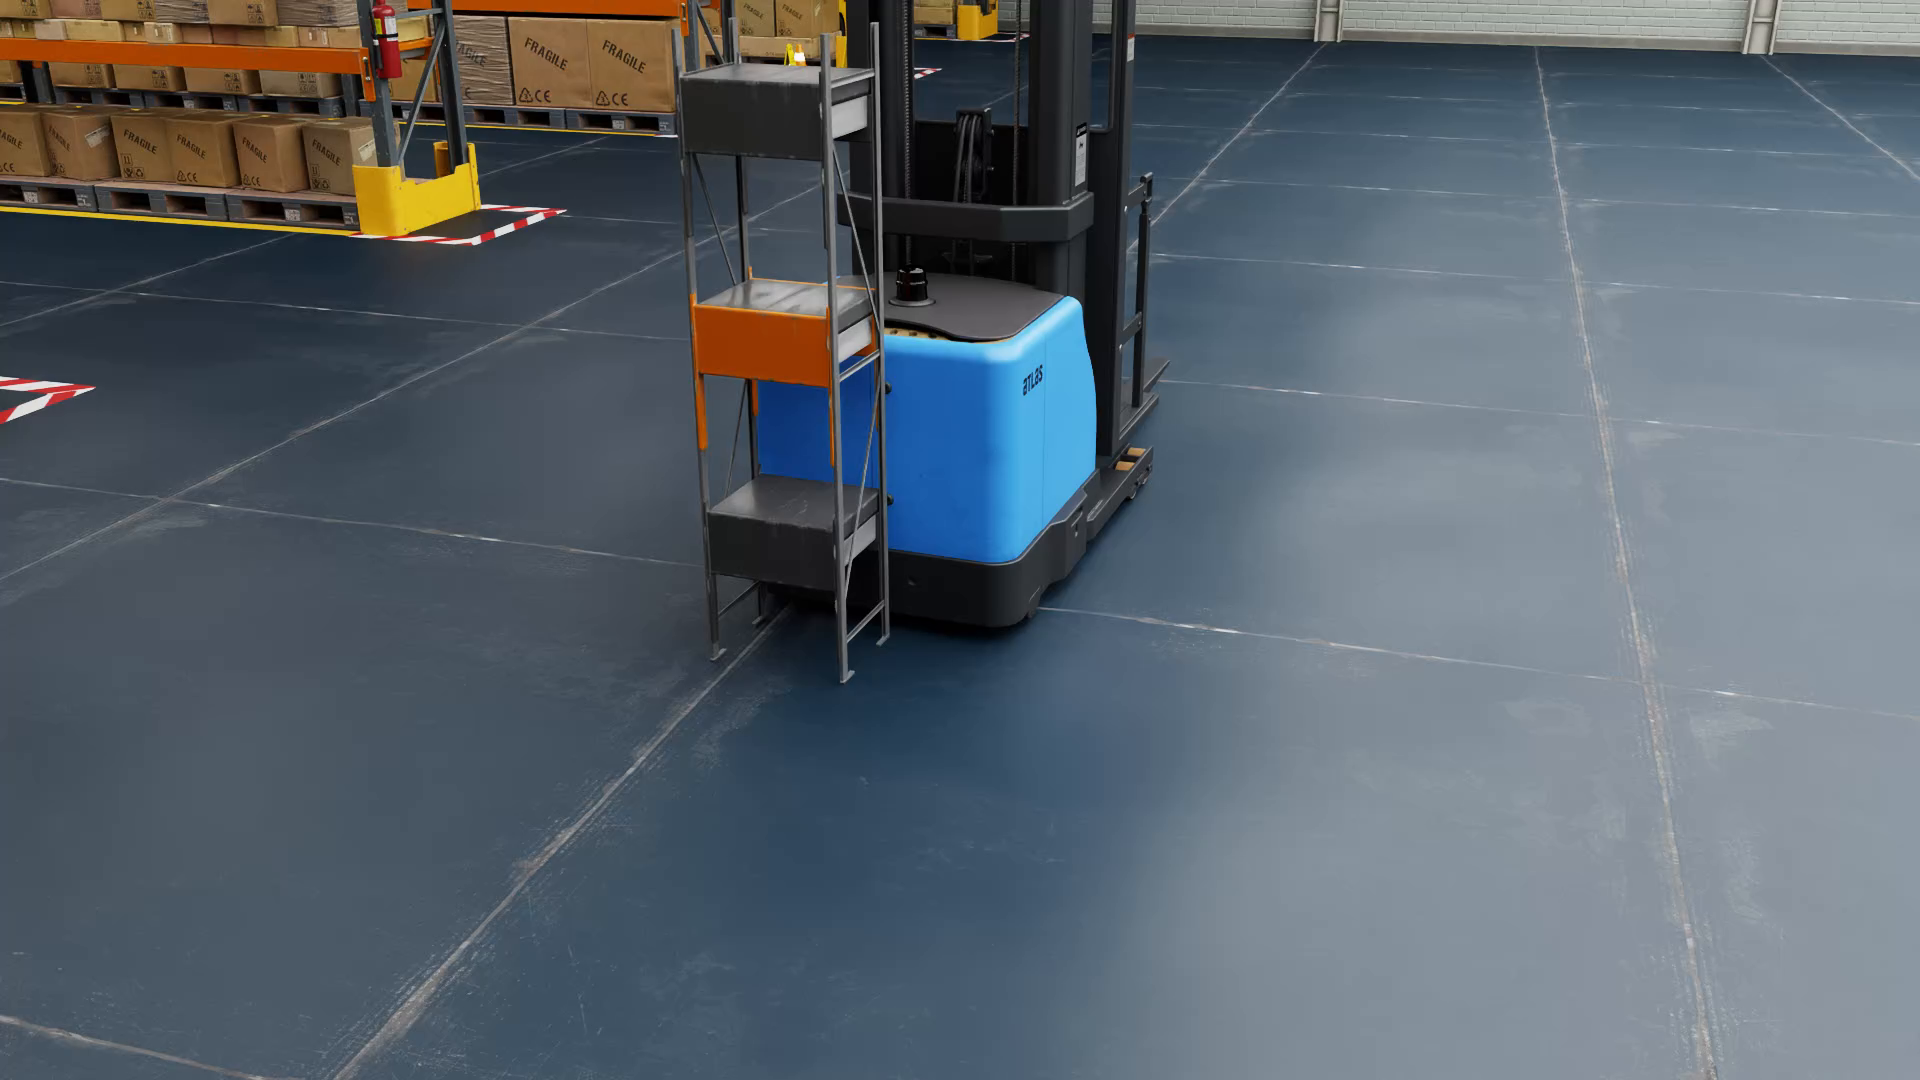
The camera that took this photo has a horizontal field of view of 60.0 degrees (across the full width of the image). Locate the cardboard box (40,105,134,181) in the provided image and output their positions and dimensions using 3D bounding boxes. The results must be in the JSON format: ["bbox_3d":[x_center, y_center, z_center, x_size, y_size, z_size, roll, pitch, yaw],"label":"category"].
[{"bbox_3d":[-6.947,-3.187,13.326,0.500,0.500,0.500,15,27,32],"label":"cardboard box"}]

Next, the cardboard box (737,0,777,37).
[{"bbox_3d":[-2.520,-6.747,21.348,0.500,0.500,0.500,7,23,17],"label":"cardboard box"}]

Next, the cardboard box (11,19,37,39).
[{"bbox_3d":[-7.025,-3.945,12.765,0.250,0.149,0.380,7,23,16],"label":"cardboard box"}]

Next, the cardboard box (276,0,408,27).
[{"bbox_3d":[-4.558,-4.083,12.247,0.500,0.500,0.875,7,23,16],"label":"cardboard box"}]

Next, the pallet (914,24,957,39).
[{"bbox_3d":[-0.491,-8.012,26.023,1.213,0.211,1.003,7,23,16],"label":"pallet"}]

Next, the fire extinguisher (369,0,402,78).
[{"bbox_3d":[-4.063,-3.613,11.727,0.183,0.674,0.296,7,23,16],"label":"fire extinguisher"}]

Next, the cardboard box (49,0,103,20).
[{"bbox_3d":[-6.480,-4.293,12.761,0.500,0.500,0.875,7,23,16],"label":"cardboard box"}]

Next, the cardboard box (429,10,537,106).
[{"bbox_3d":[-4.894,-5.078,17.443,0.875,0.875,0.875,7,23,16],"label":"cardboard box"}]

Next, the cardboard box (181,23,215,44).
[{"bbox_3d":[-5.573,-3.800,12.412,0.250,0.149,0.380,7,23,16],"label":"cardboard box"}]

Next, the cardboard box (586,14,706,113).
[{"bbox_3d":[-3.178,-4.881,16.964,0.875,0.875,0.875,7,23,16],"label":"cardboard box"}]

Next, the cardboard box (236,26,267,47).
[{"bbox_3d":[-5.100,-3.738,12.261,0.250,0.149,0.380,7,23,16],"label":"cardboard box"}]

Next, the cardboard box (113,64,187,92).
[{"bbox_3d":[-8.774,-5.456,18.530,0.750,0.750,1.050,7,23,16],"label":"cardboard box"}]

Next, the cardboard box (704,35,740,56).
[{"bbox_3d":[-3.025,-6.457,21.629,0.500,0.250,0.500,6,23,14],"label":"cardboard box"}]

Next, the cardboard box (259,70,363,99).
[{"bbox_3d":[-6.960,-5.247,18.020,0.750,0.750,1.050,6,23,15],"label":"cardboard box"}]

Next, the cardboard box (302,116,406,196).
[{"bbox_3d":[-4.632,-2.941,12.728,0.500,0.500,0.500,11,25,25],"label":"cardboard box"}]

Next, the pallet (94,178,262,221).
[{"bbox_3d":[-6.044,-2.783,13.277,1.213,0.211,1.003,7,23,16],"label":"pallet"}]

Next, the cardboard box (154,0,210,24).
[{"bbox_3d":[-5.538,-4.165,12.446,0.500,0.500,0.875,7,23,16],"label":"cardboard box"}]

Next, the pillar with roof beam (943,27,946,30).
[{"bbox_3d":[-1.396,-10.848,21.359,0.400,9.000,9.100,7,23,16],"label":"pillar with roof beam"}]

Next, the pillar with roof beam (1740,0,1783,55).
[{"bbox_3d":[10.092,-9.533,18.152,0.400,9.000,9.100,7,23,16],"label":"pillar with roof beam"}]

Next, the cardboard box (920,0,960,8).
[{"bbox_3d":[-0.303,-8.326,25.527,0.500,0.250,0.500,6,23,15],"label":"cardboard box"}]

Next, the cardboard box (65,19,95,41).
[{"bbox_3d":[-6.546,-3.890,12.632,0.250,0.149,0.380,7,23,16],"label":"cardboard box"}]

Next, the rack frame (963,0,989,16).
[{"bbox_3d":[0.253,-9.233,25.327,0.127,3.000,1.000,7,23,16],"label":"rack frame"}]

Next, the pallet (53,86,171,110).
[{"bbox_3d":[-9.436,-5.093,18.907,1.213,0.211,1.003,7,23,16],"label":"pallet"}]

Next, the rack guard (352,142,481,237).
[{"bbox_3d":[-4.112,-2.680,12.646,0.348,0.500,1.175,7,23,16],"label":"rack guard"}]

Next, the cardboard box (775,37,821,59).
[{"bbox_3d":[-2.051,-6.345,21.355,0.500,0.250,0.500,6,23,15],"label":"cardboard box"}]

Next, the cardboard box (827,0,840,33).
[{"bbox_3d":[-1.892,-6.890,21.695,0.500,0.500,0.500,6,23,14],"label":"cardboard box"}]

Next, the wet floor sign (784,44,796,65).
[{"bbox_3d":[-1.910,-5.247,18.710,0.232,0.644,0.267,3,22,6],"label":"wet floor sign"}]

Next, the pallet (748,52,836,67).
[{"bbox_3d":[-2.017,-6.249,21.727,1.213,0.211,1.003,7,23,16],"label":"pallet"}]

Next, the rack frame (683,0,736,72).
[{"bbox_3d":[-2.510,-5.620,16.518,0.127,3.000,1.000,7,23,16],"label":"rack frame"}]

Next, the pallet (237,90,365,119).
[{"bbox_3d":[-7.100,-4.825,18.255,1.213,0.211,1.003,7,23,16],"label":"pallet"}]

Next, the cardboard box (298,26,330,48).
[{"bbox_3d":[-4.611,-3.696,12.160,0.250,0.149,0.380,7,23,16],"label":"cardboard box"}]

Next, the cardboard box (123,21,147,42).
[{"bbox_3d":[-6.058,-3.848,12.528,0.250,0.149,0.380,7,23,16],"label":"cardboard box"}]

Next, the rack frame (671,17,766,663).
[{"bbox_3d":[-0.785,-0.621,5.516,0.015,2.100,0.400,8,24,19],"label":"rack frame"}]

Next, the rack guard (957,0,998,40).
[{"bbox_3d":[0.276,-8.074,25.795,0.348,0.500,1.175,7,23,16],"label":"rack guard"}]

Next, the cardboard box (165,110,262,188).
[{"bbox_3d":[-5.809,-3.070,13.041,0.500,0.500,0.500,9,24,20],"label":"cardboard box"}]

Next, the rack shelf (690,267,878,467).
[{"bbox_3d":[-0.556,-0.576,5.443,0.480,0.518,0.431,8,24,19],"label":"rack shelf"}]

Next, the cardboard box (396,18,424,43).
[{"bbox_3d":[-4.243,-3.830,12.486,0.250,0.149,0.380,7,23,16],"label":"cardboard box"}]

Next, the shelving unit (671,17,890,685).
[{"bbox_3d":[-0.556,-0.588,5.437,0.503,2.100,0.431,8,24,19],"label":"shelving unit"}]

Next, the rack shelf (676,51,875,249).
[{"bbox_3d":[-0.556,-1.223,5.177,0.480,0.518,0.431,8,24,19],"label":"rack shelf"}]

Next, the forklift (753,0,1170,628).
[{"bbox_3d":[0.217,-1.578,6.755,1.130,2.935,3.031,8,24,19],"label":"forklift"}]

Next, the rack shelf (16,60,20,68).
[{"bbox_3d":[-9.784,-4.154,13.891,4.000,0.370,1.077,7,23,16],"label":"rack shelf"}]

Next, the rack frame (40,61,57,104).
[{"bbox_3d":[-10.169,-6.497,18.656,0.127,3.000,1.000,7,23,16],"label":"rack frame"}]

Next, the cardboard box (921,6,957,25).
[{"bbox_3d":[-0.288,-8.092,25.615,0.500,0.250,0.500,7,23,16],"label":"cardboard box"}]

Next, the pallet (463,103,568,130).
[{"bbox_3d":[-4.462,-4.523,17.519,1.213,0.211,1.003,7,23,15],"label":"pallet"}]
